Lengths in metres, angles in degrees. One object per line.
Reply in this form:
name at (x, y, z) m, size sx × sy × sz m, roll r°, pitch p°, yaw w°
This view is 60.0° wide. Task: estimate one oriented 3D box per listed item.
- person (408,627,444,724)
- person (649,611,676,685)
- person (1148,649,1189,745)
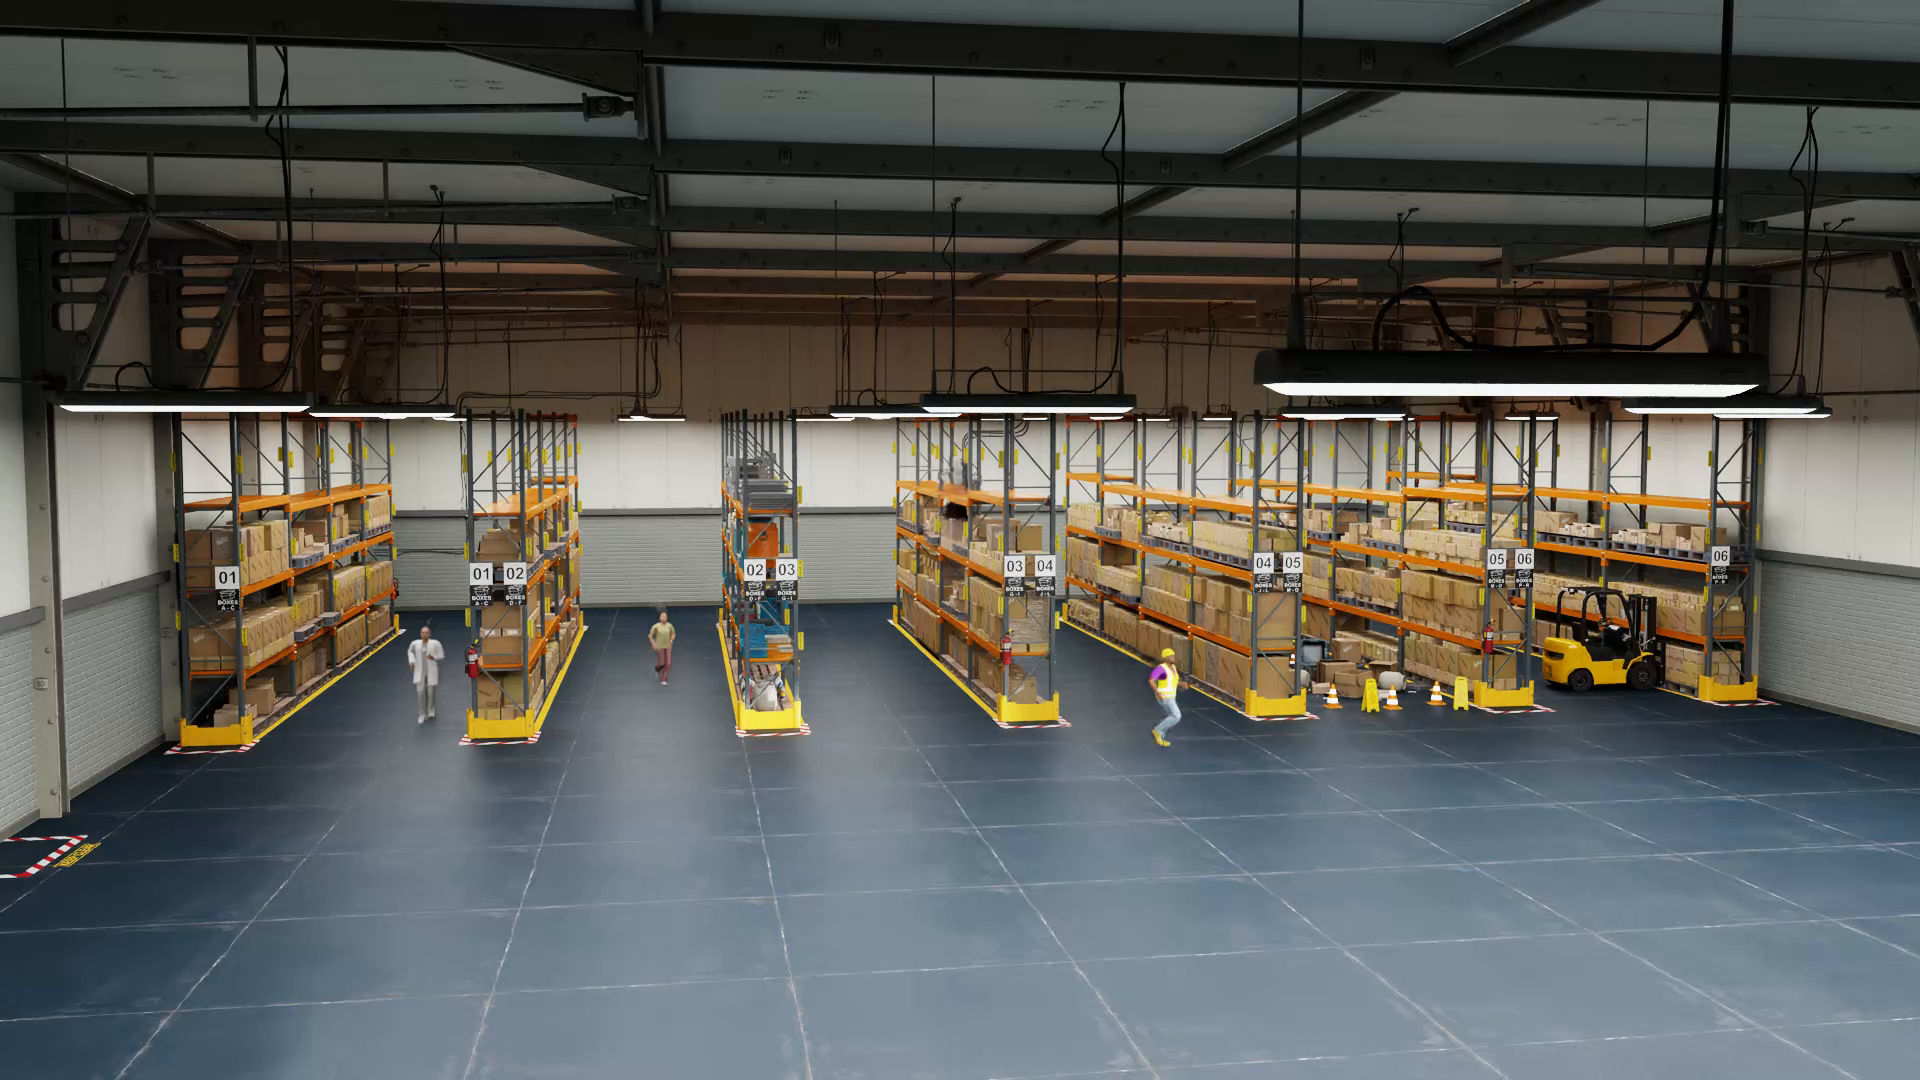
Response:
person at (-10.317, 2.587, 32.132) m, size 0.694 × 1.822 × 0.876 m, roll -1°, pitch 4°, yaw -12°
person at (-6.502, 2.371, 36.467) m, size 0.580 × 1.620 × 0.558 m, roll -2°, pitch 4°, yaw -26°
person at (3.736, 2.789, 29.545) m, size 0.600 × 1.729 × 0.677 m, roll 2°, pitch 4°, yaw 26°
